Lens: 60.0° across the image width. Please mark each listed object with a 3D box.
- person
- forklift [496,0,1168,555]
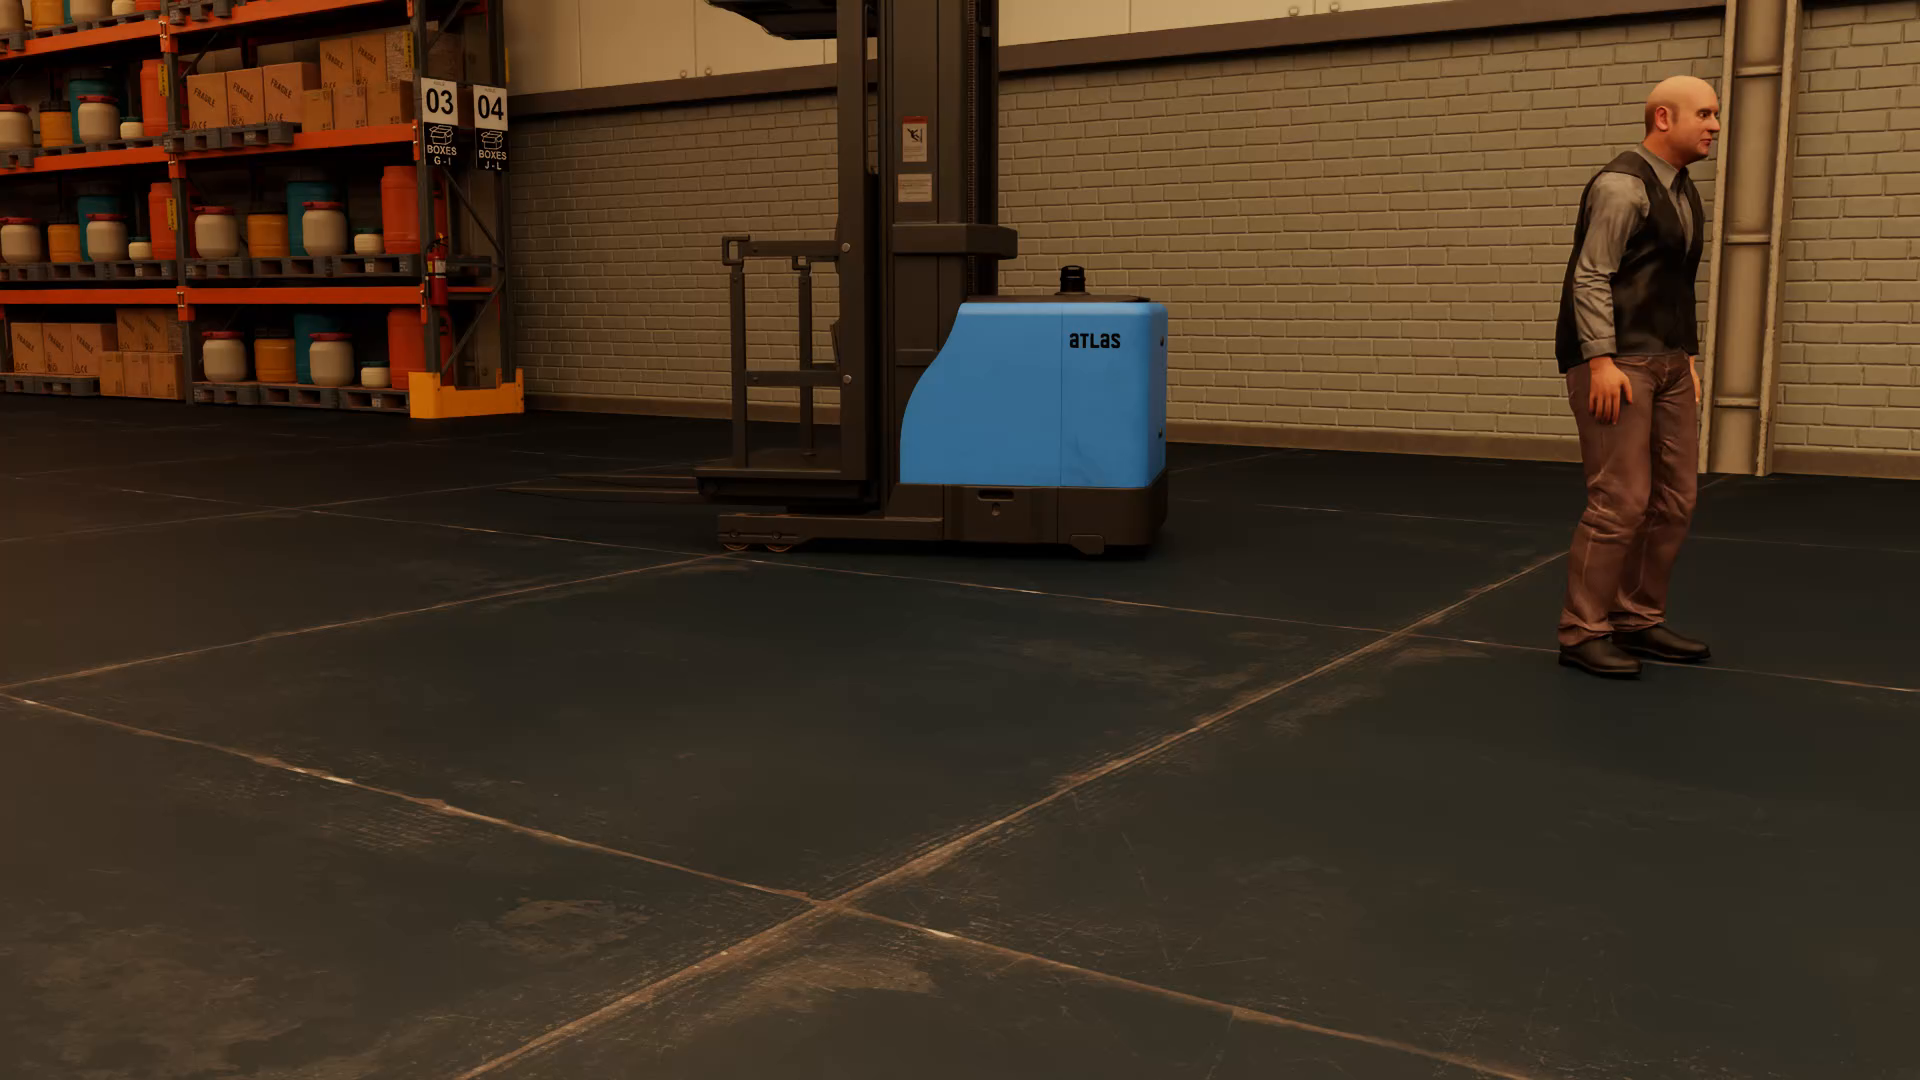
[{"bbox_3d":[2.008,-0.490,4.946,0.583,1.719,0.427,-7,10,-39],"label":"person"},{"bbox_3d":[-0.596,-1.469,7.520,3.031,2.935,1.130,2,8,12],"label":"forklift"}]
